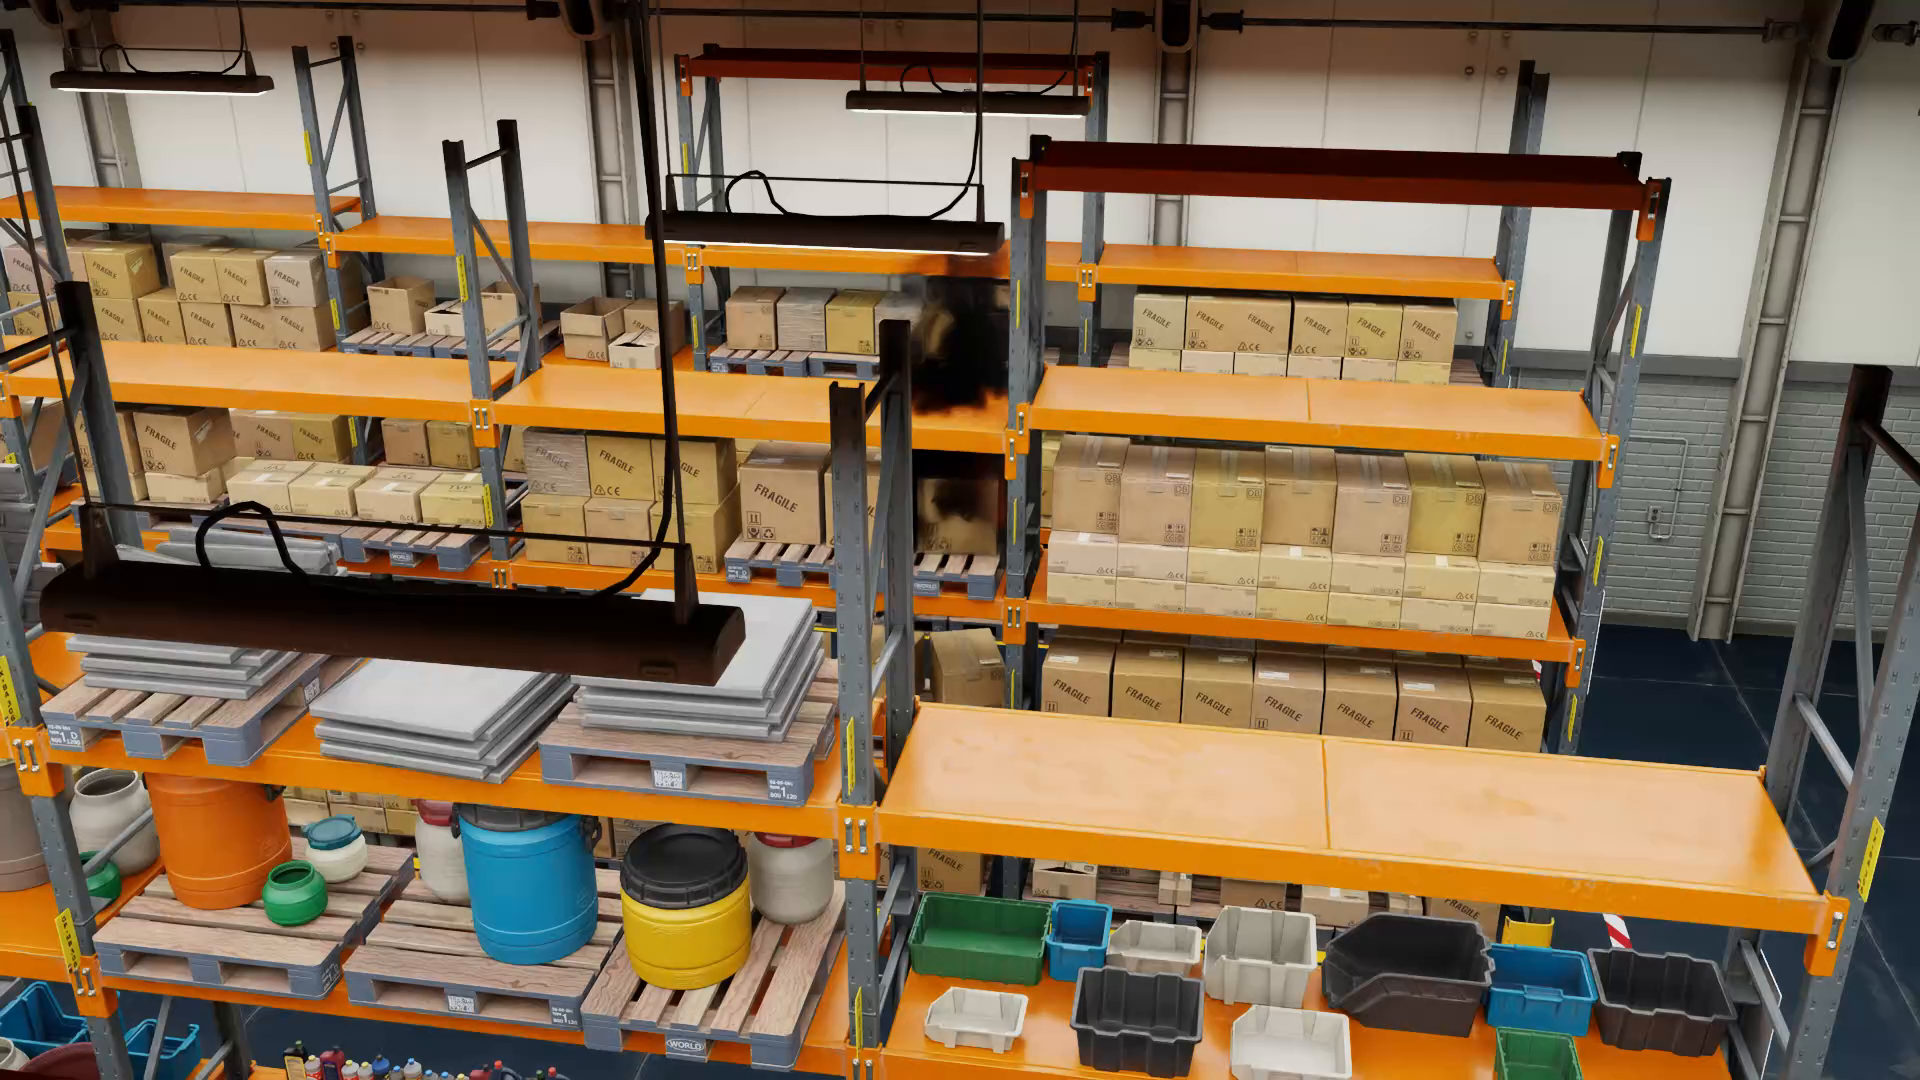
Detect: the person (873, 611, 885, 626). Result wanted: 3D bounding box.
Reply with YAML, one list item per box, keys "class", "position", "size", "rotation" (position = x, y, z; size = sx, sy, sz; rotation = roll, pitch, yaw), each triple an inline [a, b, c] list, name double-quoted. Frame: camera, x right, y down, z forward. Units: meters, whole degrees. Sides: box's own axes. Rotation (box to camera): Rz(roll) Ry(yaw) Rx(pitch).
- class: "person"
  position: [-0.693, 0.903, 16.060]
  size: [0.591, 1.680, 0.644]
  rotation: [-2, 23, -4]
